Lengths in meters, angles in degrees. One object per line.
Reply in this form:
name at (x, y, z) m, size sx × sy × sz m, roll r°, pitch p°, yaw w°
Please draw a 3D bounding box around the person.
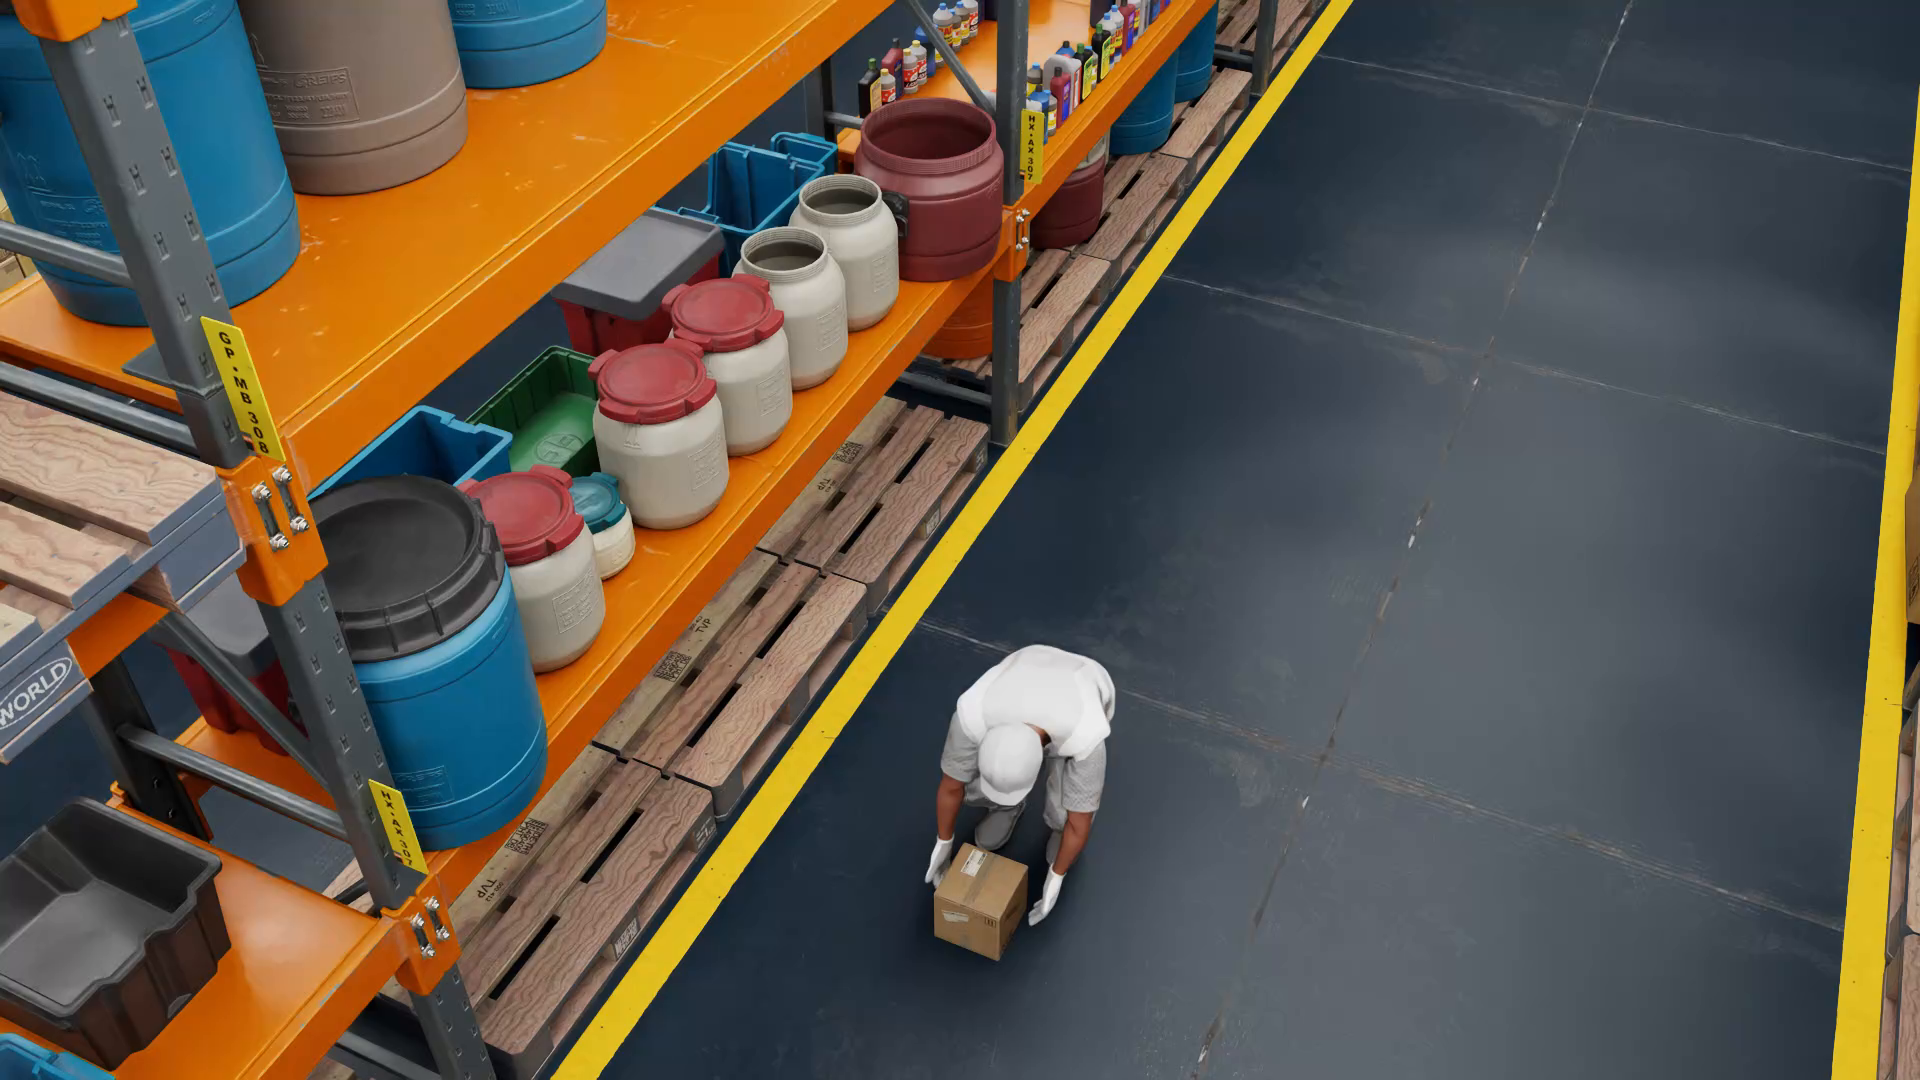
person at (0.275, 0.784, 5.845) m, size 0.574 × 1.014 × 0.902 m, roll 17°, pitch 44°, yaw 18°
